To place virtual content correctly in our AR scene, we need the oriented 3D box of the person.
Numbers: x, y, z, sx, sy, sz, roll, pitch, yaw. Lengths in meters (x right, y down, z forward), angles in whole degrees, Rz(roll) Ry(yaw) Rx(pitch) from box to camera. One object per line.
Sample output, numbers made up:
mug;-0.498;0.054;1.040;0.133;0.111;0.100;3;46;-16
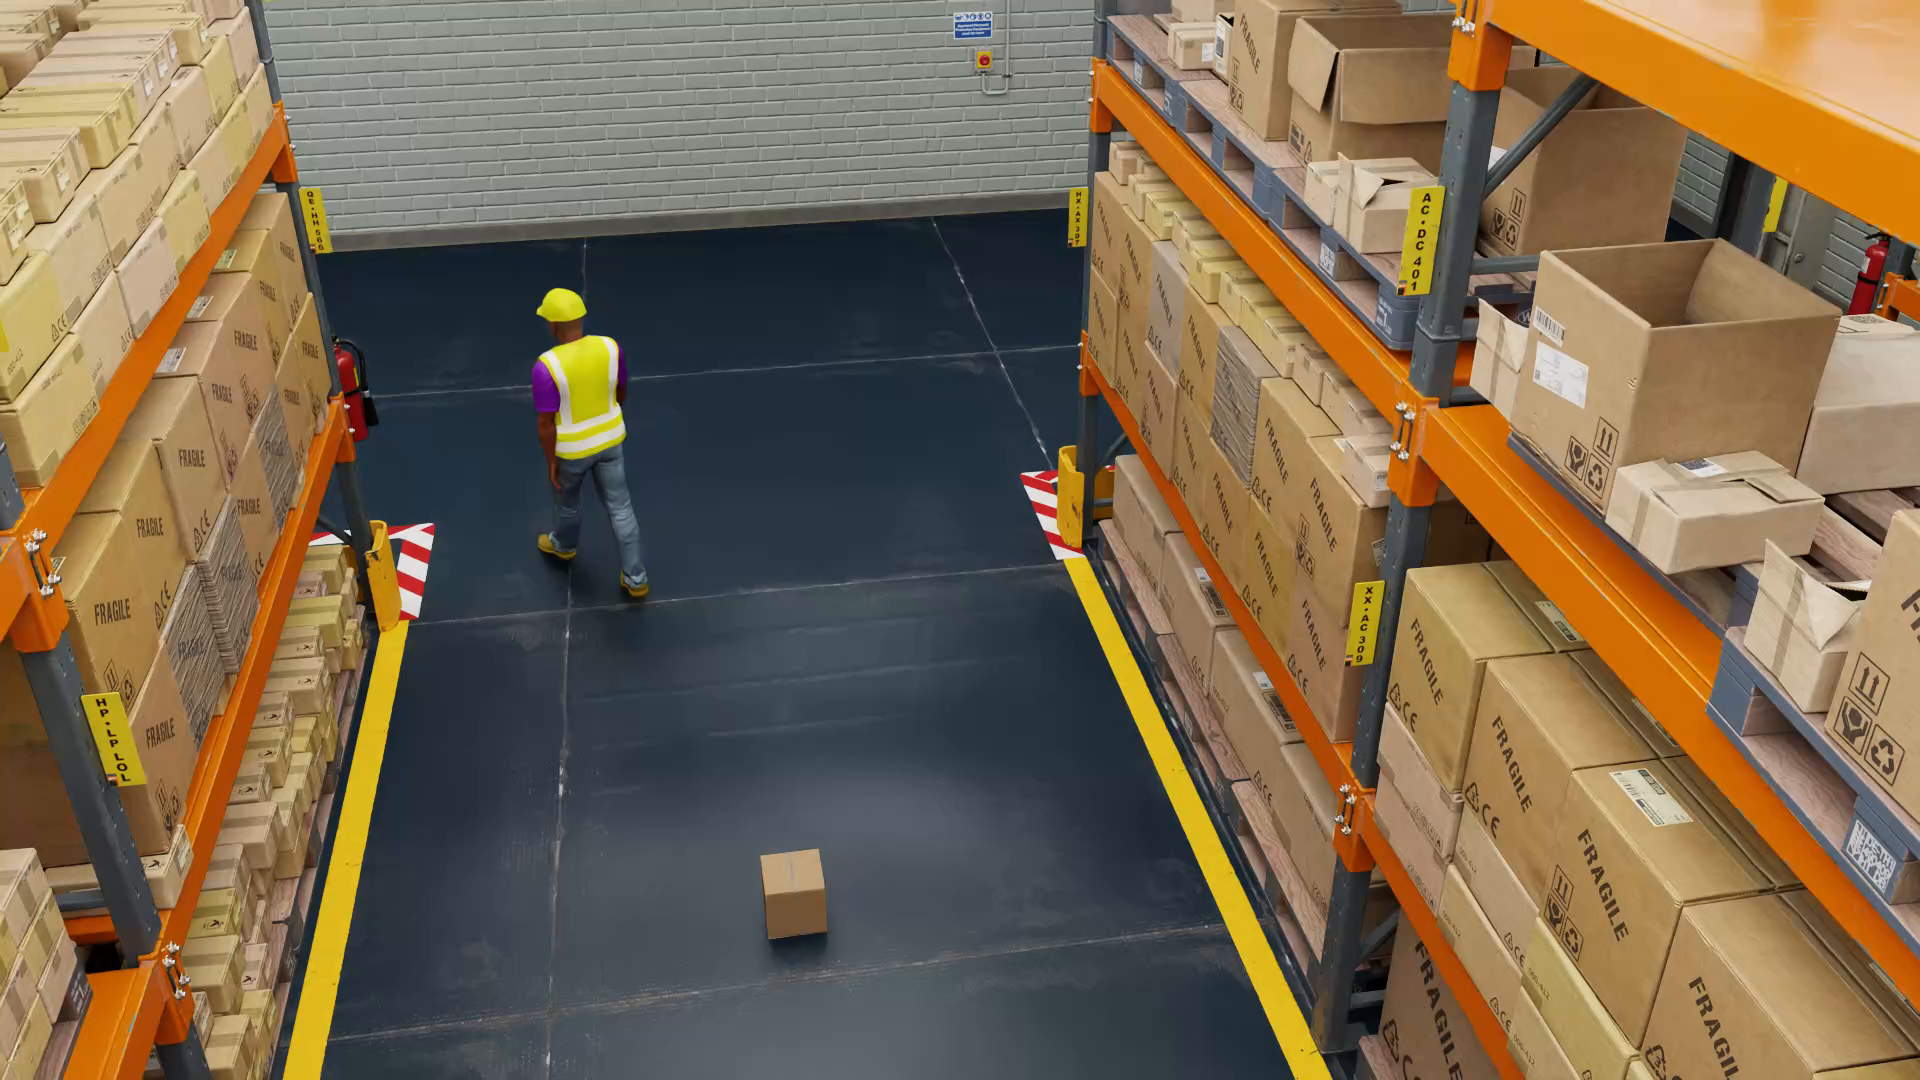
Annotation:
person;-2.072;-0.579;9.057;0.588;1.719;0.958;-20;36;-31
